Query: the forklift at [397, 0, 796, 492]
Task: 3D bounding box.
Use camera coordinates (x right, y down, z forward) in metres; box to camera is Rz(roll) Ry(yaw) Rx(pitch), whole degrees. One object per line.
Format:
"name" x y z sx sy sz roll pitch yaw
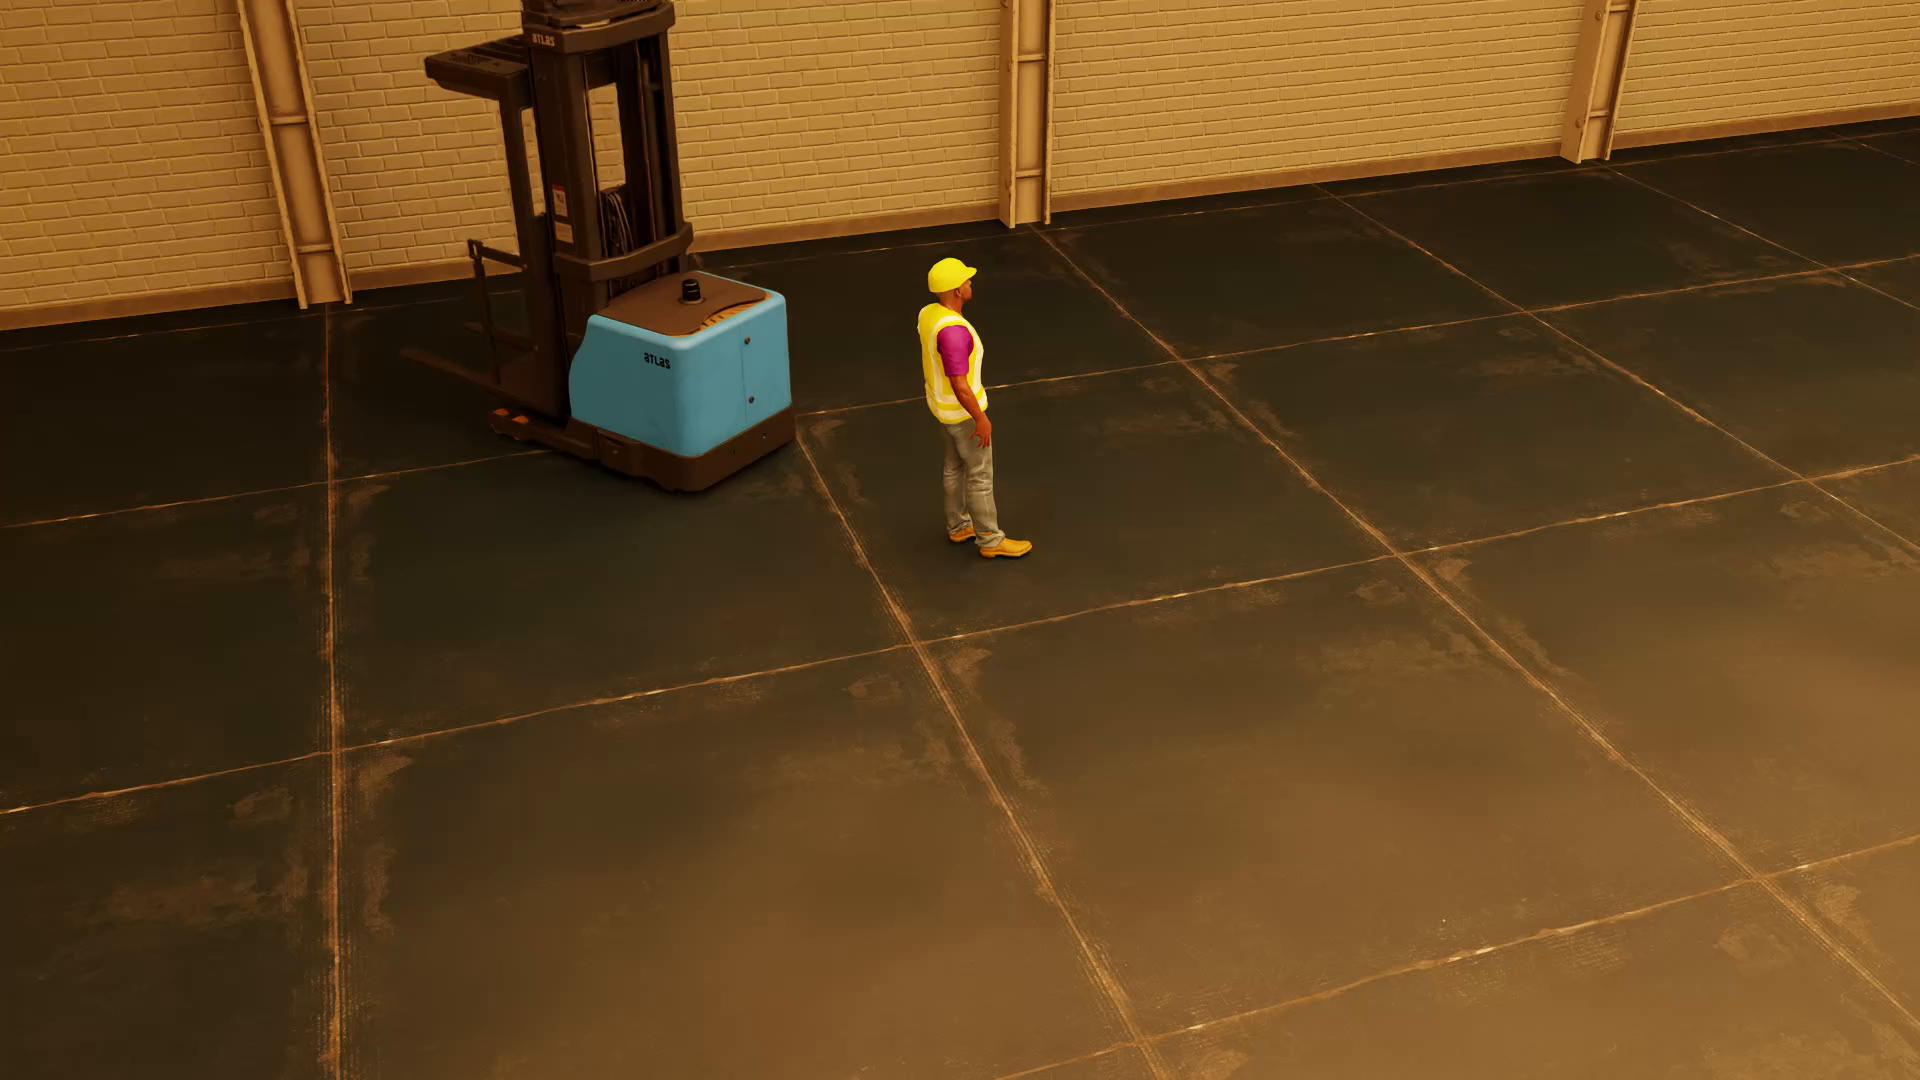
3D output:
"forklift" -2.600 -2.132 10.793 3.031 2.935 1.130 19 35 29

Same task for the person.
"person" 0.067 -0.780 9.596 0.577 1.765 0.666 -10 31 -16
